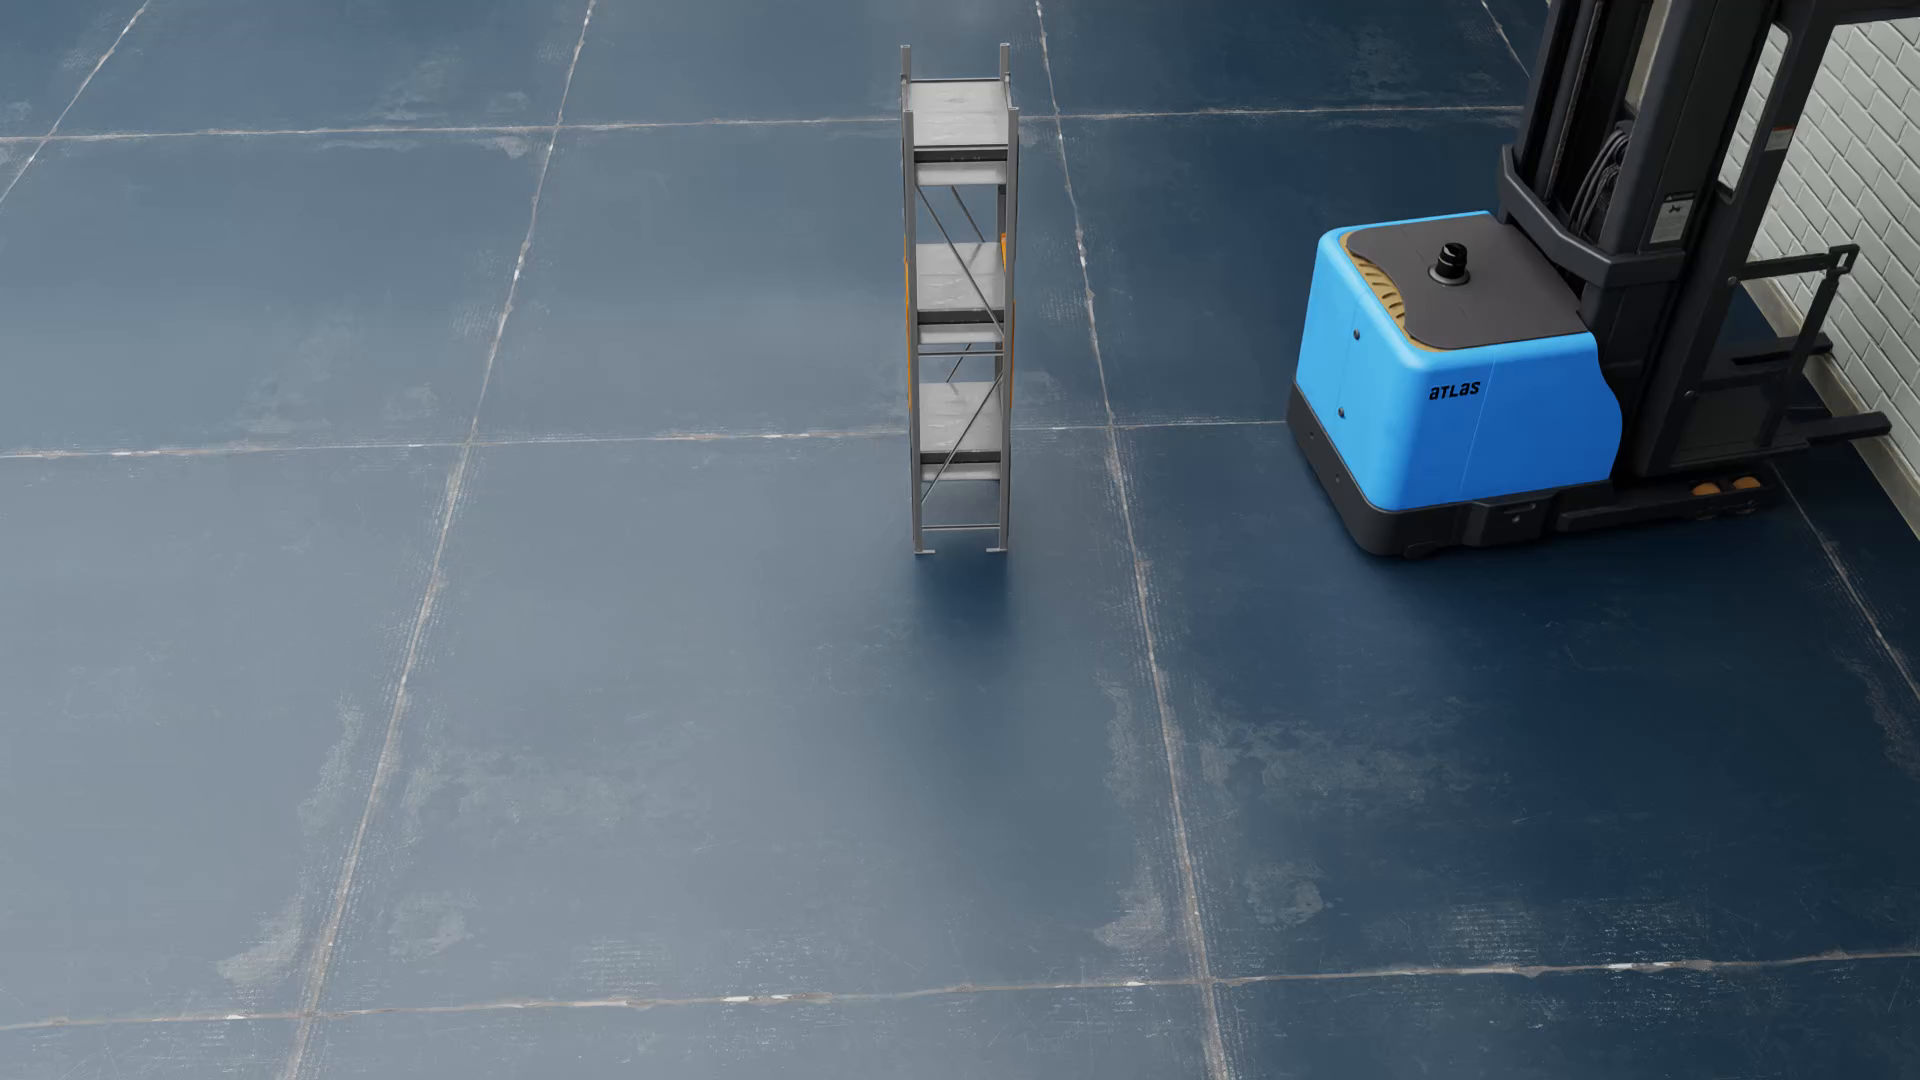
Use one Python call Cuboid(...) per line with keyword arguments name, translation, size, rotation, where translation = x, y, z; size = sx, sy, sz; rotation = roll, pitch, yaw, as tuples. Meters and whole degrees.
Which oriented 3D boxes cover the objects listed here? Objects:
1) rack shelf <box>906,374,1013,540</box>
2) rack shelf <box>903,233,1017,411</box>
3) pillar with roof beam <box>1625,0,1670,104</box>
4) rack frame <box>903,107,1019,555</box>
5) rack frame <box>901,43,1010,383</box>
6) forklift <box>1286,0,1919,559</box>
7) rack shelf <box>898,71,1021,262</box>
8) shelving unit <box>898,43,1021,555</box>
Cuboid(name="rack shelf", translation=(-0.007, -0.360, 7.145), size=(0.431, 0.518, 0.480), rotation=(-2, 43, -2))
Cuboid(name="rack shelf", translation=(-0.007, -0.876, 6.672), size=(0.431, 0.518, 0.480), rotation=(-2, 43, -2))
Cuboid(name="pillar with roof beam", translation=(-0.404, -5.848, 6.971), size=(9.100, 9.000, 0.400), rotation=(-2, 43, -2))
Cuboid(name="rack frame", translation=(0.003, -0.721, 6.483), size=(0.400, 2.100, 0.015), rotation=(-2, 43, -2))
Cuboid(name="rack frame", translation=(-0.017, -1.051, 6.842), size=(0.400, 2.100, 0.015), rotation=(-2, 43, -2))
Cuboid(name="forklift", translation=(3.091, -1.510, 6.729), size=(3.031, 2.935, 1.130), rotation=(-8, 43, -9))
Cuboid(name="rack shelf", translation=(-0.007, -1.392, 6.199), size=(0.431, 0.518, 0.480), rotation=(-2, 43, -2))
Cuboid(name="shelving unit", translation=(-0.007, -0.886, 6.662), size=(0.431, 2.100, 0.503), rotation=(-2, 43, -2))
